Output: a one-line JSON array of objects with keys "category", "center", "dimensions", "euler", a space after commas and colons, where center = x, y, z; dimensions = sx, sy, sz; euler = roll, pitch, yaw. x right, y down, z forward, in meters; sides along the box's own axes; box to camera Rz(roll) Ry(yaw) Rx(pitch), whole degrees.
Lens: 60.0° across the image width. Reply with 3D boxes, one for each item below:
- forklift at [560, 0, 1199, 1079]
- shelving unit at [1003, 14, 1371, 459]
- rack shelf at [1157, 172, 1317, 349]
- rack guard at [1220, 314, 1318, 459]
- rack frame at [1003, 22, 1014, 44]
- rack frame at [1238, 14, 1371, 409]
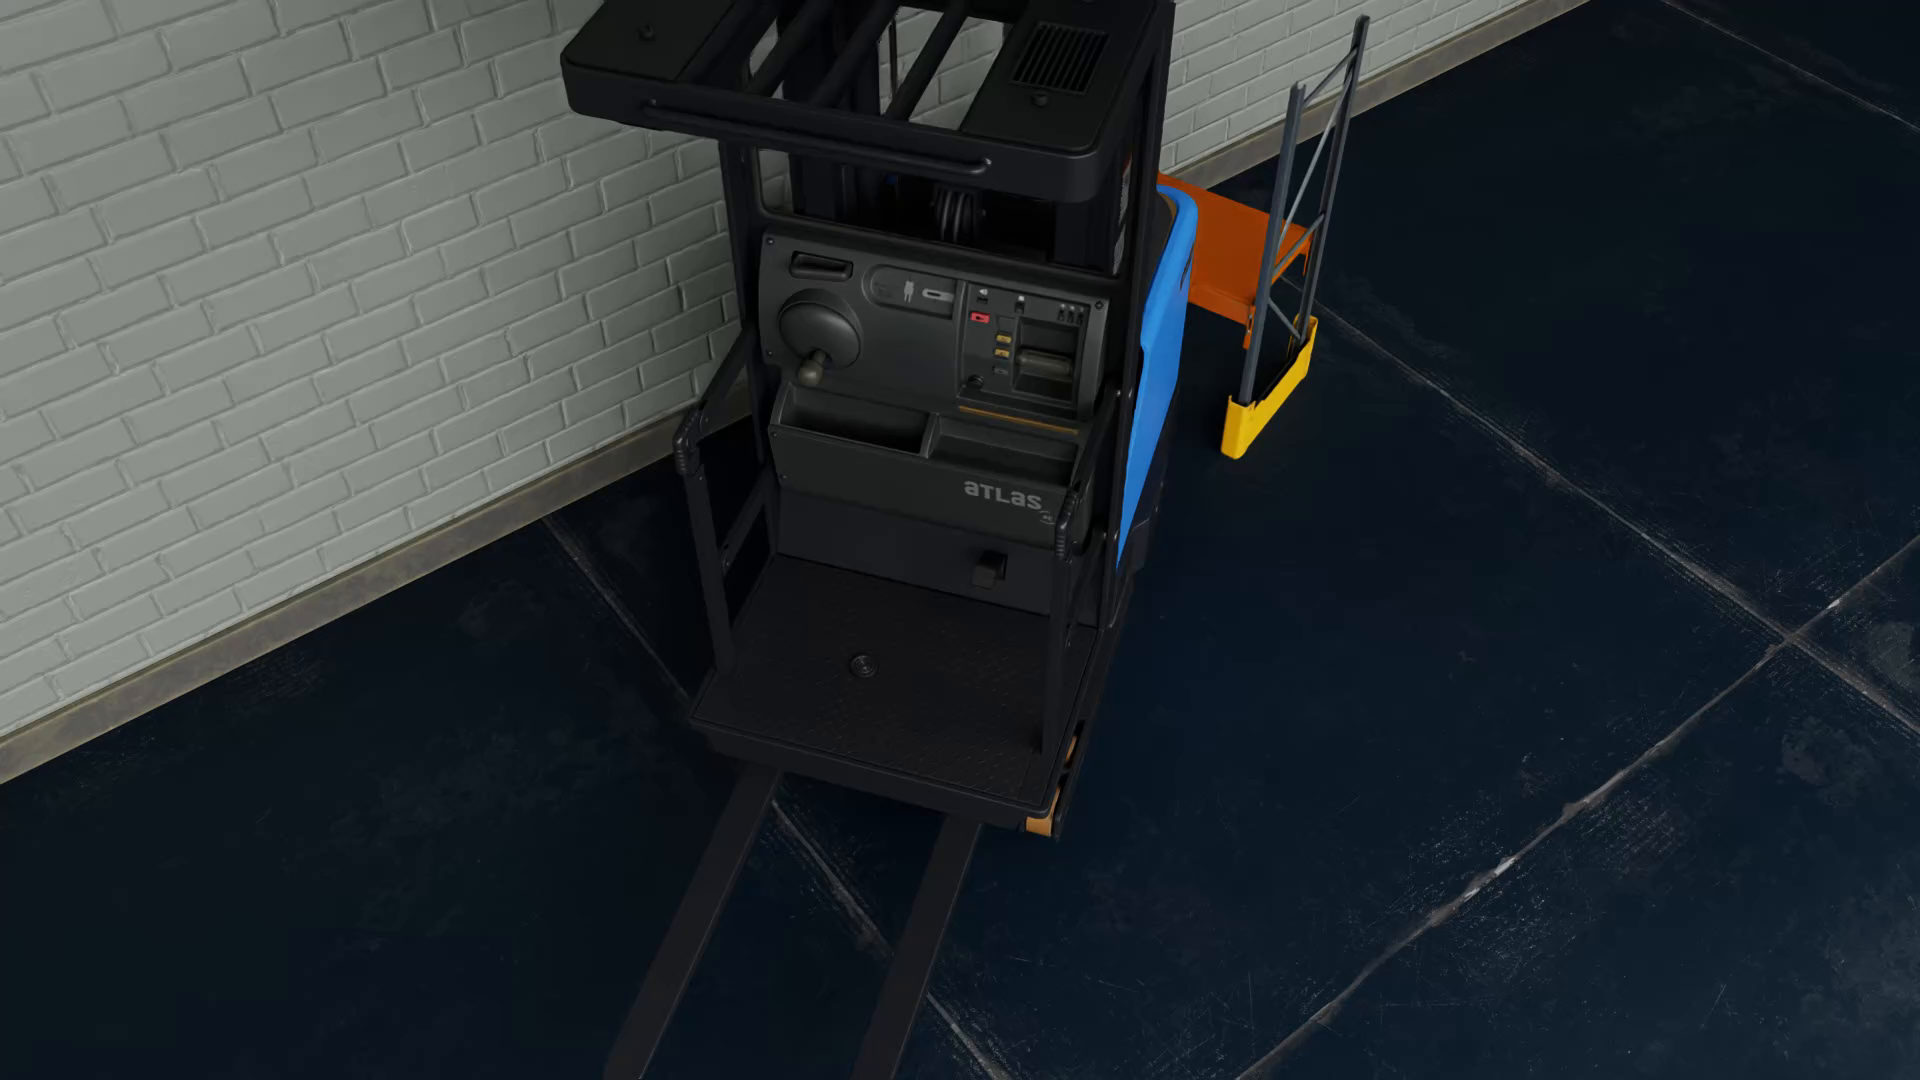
[{"category": "forklift", "center": [-0.141, -0.444, 4.174], "dimensions": [1.130, 2.935, 3.031], "euler": [13, 49, 11]}, {"category": "shelving unit", "center": [0.722, -1.196, 5.822], "dimensions": [1.083, 1.500, 0.587], "euler": [27, 53, 22]}, {"category": "rack shelf", "center": [0.714, -1.078, 5.958], "dimensions": [1.000, 0.185, 0.538], "euler": [27, 53, 22]}, {"category": "rack guard", "center": [1.135, -0.570, 6.098], "dimensions": [0.087, 0.250, 0.587], "euler": [27, 53, 22]}, {"category": "rack frame", "center": [0.293, -1.410, 6.016], "dimensions": [0.032, 1.500, 0.500], "euler": [27, 53, 22]}, {"category": "rack frame", "center": [1.136, -0.989, 5.634], "dimensions": [0.032, 1.500, 0.500], "euler": [27, 53, 22]}]
